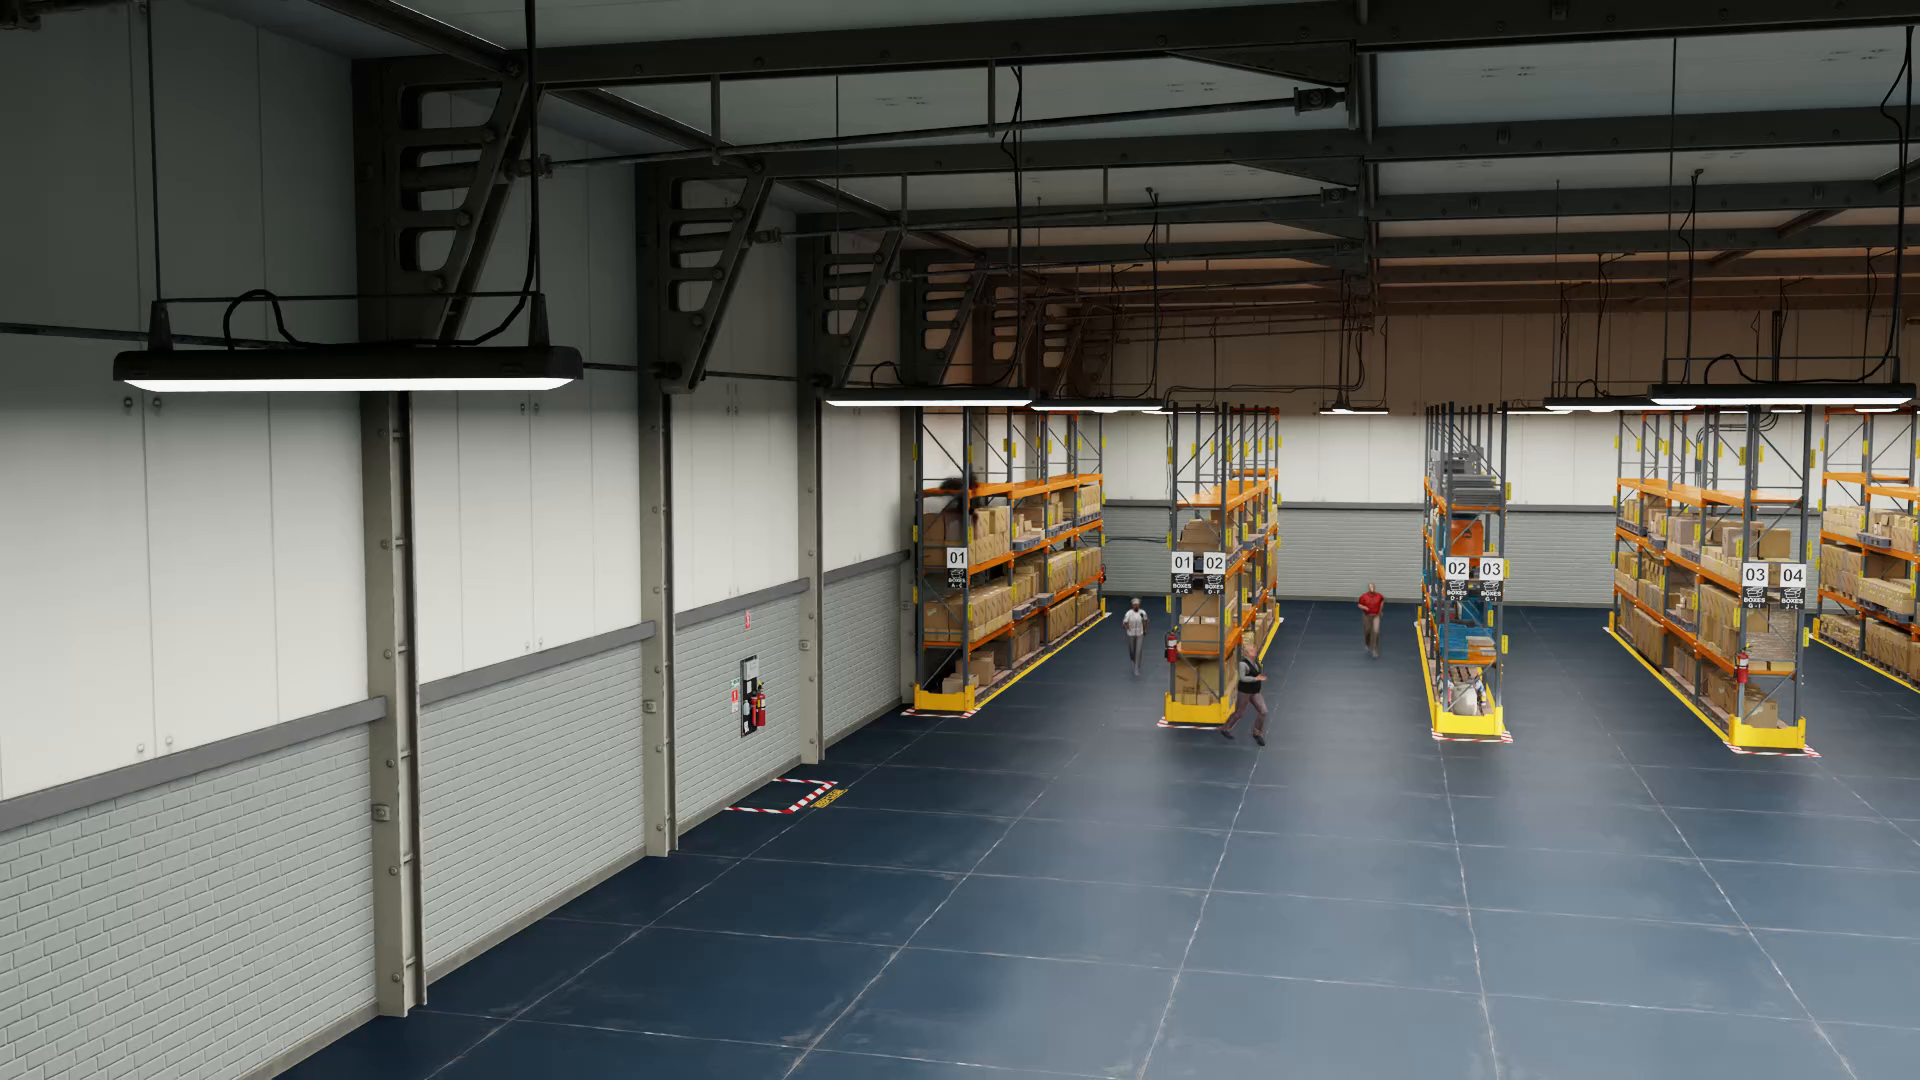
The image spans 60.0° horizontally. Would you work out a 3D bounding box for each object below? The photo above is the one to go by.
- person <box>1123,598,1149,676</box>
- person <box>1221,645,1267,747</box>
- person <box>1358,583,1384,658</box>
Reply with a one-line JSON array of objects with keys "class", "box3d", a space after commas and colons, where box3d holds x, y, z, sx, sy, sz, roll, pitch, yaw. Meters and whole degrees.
[{"class": "person", "box3d": [3.926, 2.134, 37.155, 0.583, 1.695, 0.919, 0, 4, 5]}, {"class": "person", "box3d": [5.025, 2.707, 29.084, 0.664, 1.773, 0.897, -4, 6, -43]}, {"class": "person", "box3d": [9.866, 1.909, 39.968, 0.597, 1.767, 0.909, 1, 4, 14]}]
